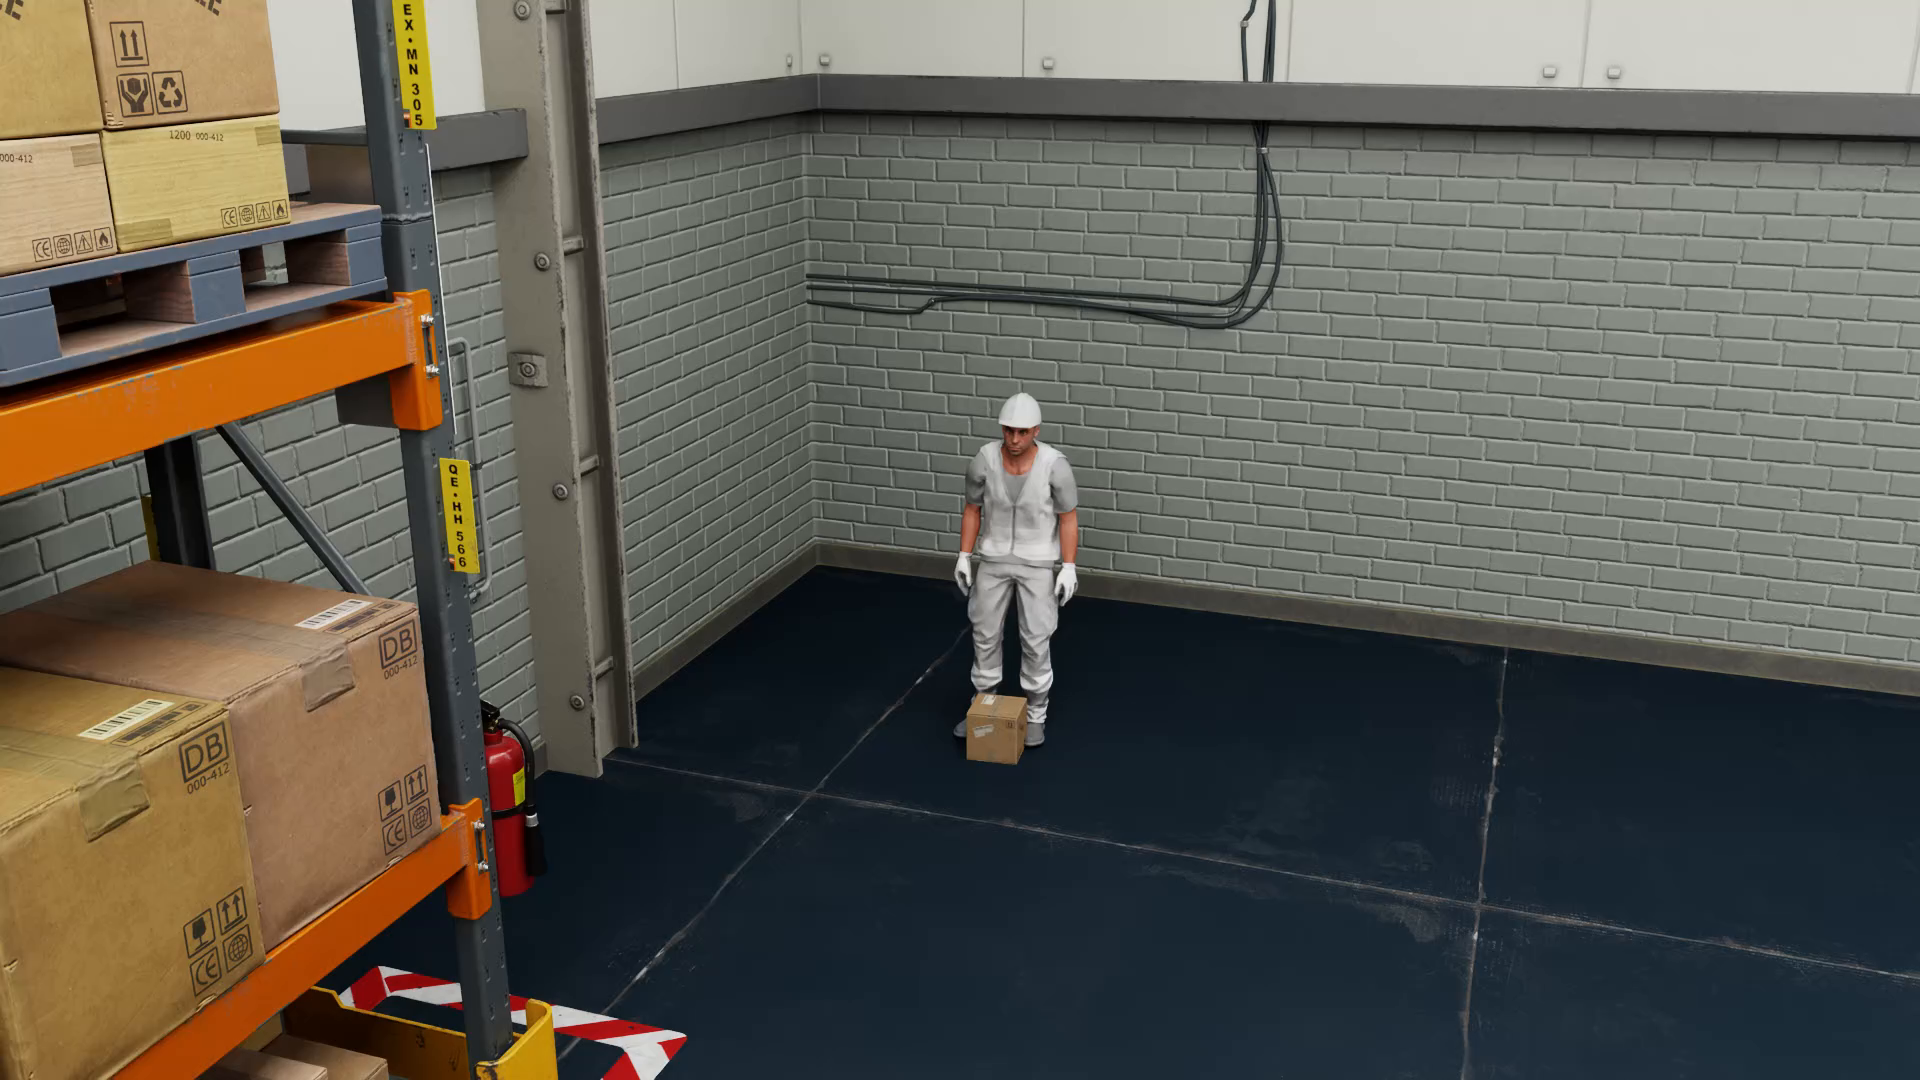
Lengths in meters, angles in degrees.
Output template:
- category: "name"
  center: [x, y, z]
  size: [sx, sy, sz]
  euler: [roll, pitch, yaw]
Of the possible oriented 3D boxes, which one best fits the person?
- category: "person"
  center: [0.275, 0.138, 8.124]
  size: [0.616, 1.778, 0.453]
  euler: [5, 19, 15]
